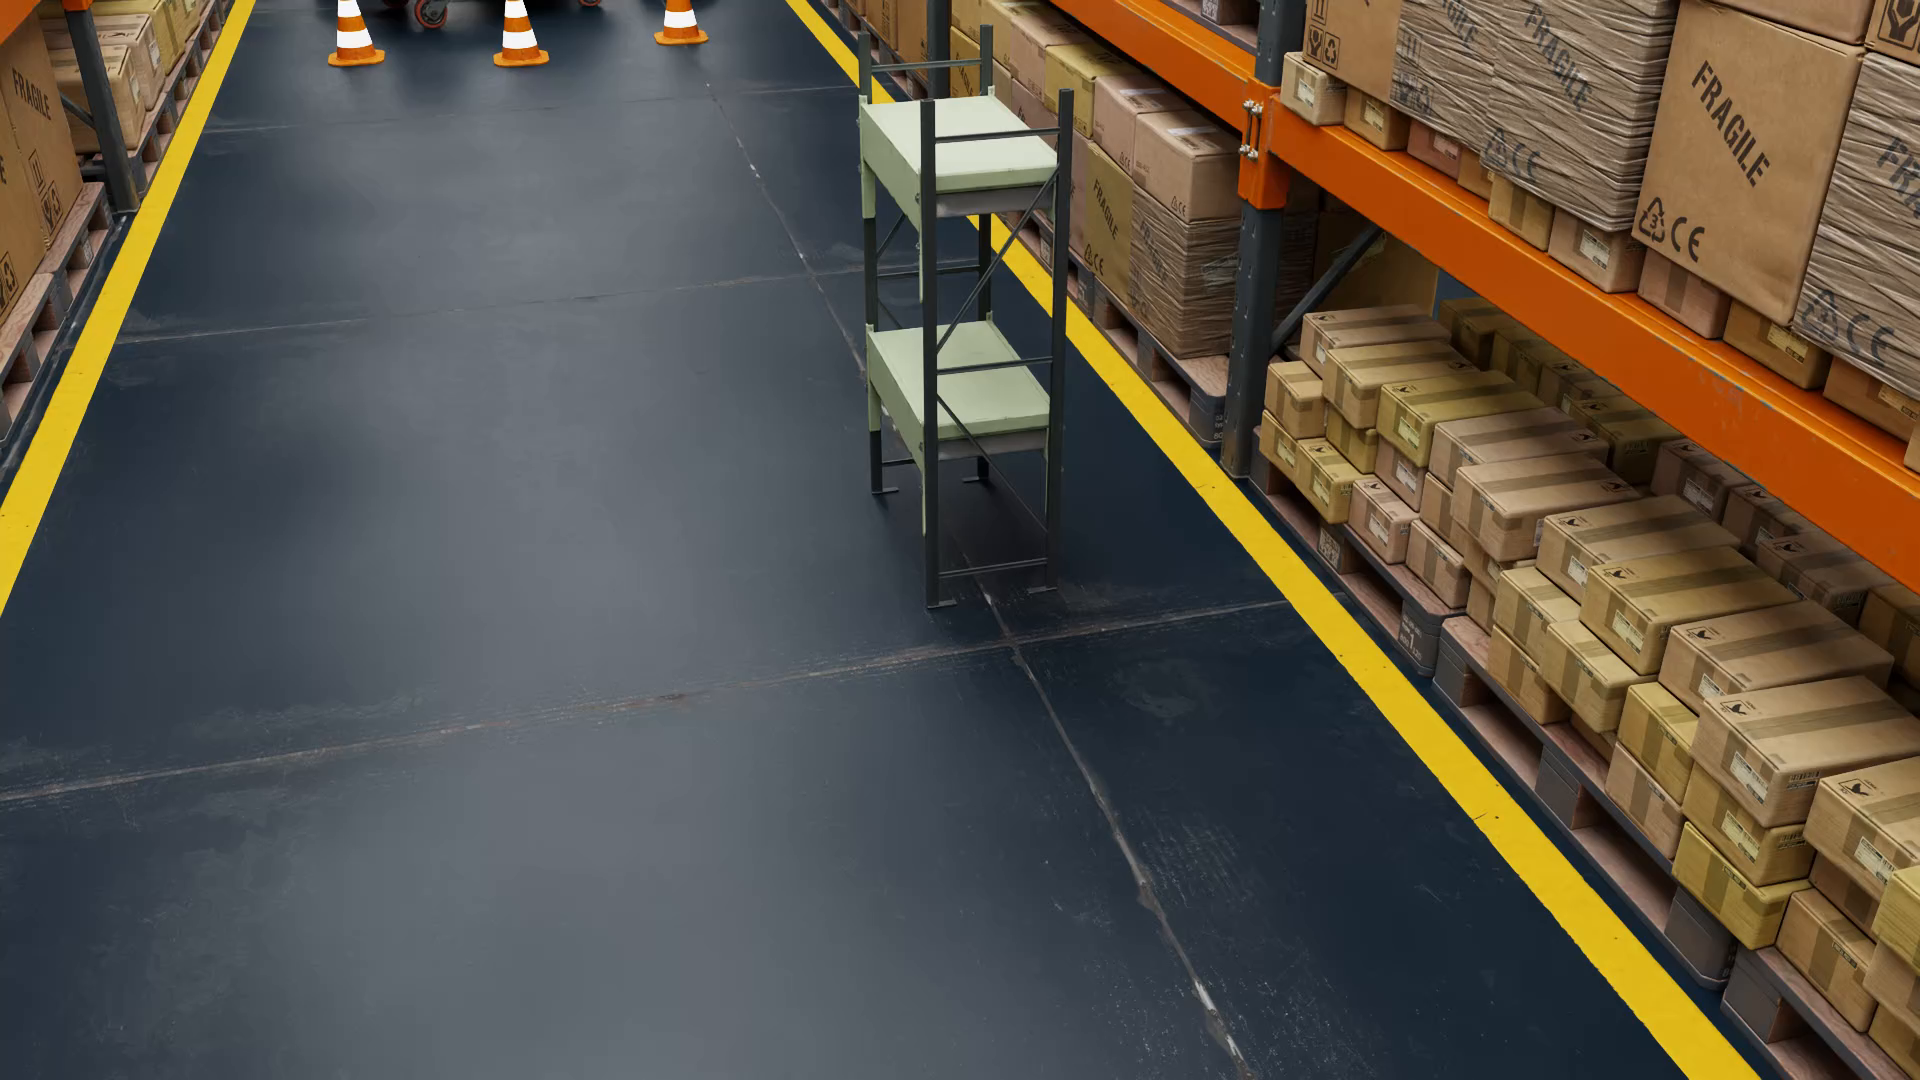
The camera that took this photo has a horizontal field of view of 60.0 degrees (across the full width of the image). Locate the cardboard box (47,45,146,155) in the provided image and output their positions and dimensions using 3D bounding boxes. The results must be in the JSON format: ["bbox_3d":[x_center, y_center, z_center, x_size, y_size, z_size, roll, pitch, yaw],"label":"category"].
[{"bbox_3d":[-4.563,-2.133,8.144,0.950,0.372,0.625,-10,32,-17],"label":"cardboard box"}]

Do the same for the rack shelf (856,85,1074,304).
[{"bbox_3d":[-0.002,-0.990,4.684,0.431,0.370,0.720,-8,31,-13],"label":"rack shelf"}]

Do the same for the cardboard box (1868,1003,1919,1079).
[{"bbox_3d":[1.953,0.919,3.095,0.380,0.149,0.250,-8,31,-14],"label":"cardboard box"}]

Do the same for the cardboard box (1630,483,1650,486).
[{"bbox_3d":[1.919,-0.165,4.671,0.380,0.149,0.250,-8,31,-13],"label":"cardboard box"}]

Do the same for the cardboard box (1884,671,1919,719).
[{"bbox_3d":[2.149,0.354,3.774,0.380,0.149,0.250,-6,31,-11],"label":"cardboard box"}]

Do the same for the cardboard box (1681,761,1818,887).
[{"bbox_3d":[1.742,0.550,3.435,0.380,0.149,0.250,-7,31,-13],"label":"cardboard box"}]

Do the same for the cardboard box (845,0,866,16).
[{"bbox_3d":[-0.235,-3.907,10.832,1.050,0.750,0.750,-8,31,-13],"label":"cardboard box"}]

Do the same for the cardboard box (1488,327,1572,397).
[{"bbox_3d":[1.836,-0.539,5.020,0.380,0.149,0.250,-7,31,-13],"label":"cardboard box"}]

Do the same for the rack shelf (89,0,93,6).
[{"bbox_3d":[-4.953,-3.468,8.966,1.077,0.370,4.000,-8,31,-13],"label":"rack shelf"}]

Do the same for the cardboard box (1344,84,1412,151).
[{"bbox_3d":[1.285,-1.185,4.554,0.380,0.149,0.250,-7,31,-12],"label":"cardboard box"}]

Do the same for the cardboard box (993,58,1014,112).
[{"bbox_3d":[0.402,-2.003,7.792,0.500,0.500,0.500,-7,31,-13],"label":"cardboard box"}]

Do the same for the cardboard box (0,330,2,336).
[{"bbox_3d":[-3.850,-0.868,5.457,0.875,0.875,0.875,-7,31,-12],"label":"cardboard box"}]

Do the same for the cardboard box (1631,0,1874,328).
[{"bbox_3d":[1.681,-0.747,3.150,0.500,0.500,0.500,-6,31,-11],"label":"cardboard box"}]

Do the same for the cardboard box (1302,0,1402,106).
[{"bbox_3d":[1.273,-1.488,4.430,0.500,0.500,0.500,-8,31,-14],"label":"cardboard box"}]

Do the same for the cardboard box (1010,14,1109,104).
[{"bbox_3d":[0.526,-2.094,7.202,0.500,0.250,0.500,-8,31,-13],"label":"cardboard box"}]

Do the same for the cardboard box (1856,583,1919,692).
[{"bbox_3d":[2.267,0.206,3.732,0.380,0.149,0.250,-7,31,-13],"label":"cardboard box"}]

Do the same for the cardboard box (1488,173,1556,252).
[{"bbox_3d":[1.476,-0.801,3.890,0.380,0.149,0.250,-7,31,-12],"label":"cardboard box"}]

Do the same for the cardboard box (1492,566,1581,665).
[{"bbox_3d":[1.551,0.172,4.088,0.380,0.149,0.250,-8,31,-14],"label":"cardboard box"}]

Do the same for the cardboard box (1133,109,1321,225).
[{"bbox_3d":[0.943,-1.339,5.897,0.500,0.250,0.500,-9,31,-15],"label":"cardboard box"}]

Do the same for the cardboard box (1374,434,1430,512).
[{"bbox_3d":[1.426,-0.225,4.774,0.380,0.149,0.250,-8,31,-14],"label":"cardboard box"}]

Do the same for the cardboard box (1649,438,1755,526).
[{"bbox_3d":[2.064,-0.165,4.374,0.380,0.149,0.250,-9,31,-16],"label":"cardboard box"}]

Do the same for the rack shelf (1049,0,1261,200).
[{"bbox_3d":[0.854,-2.244,6.850,1.077,0.370,4.000,-8,31,-13],"label":"rack shelf"}]

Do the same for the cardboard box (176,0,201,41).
[{"bbox_3d":[-5.149,-3.190,9.972,0.950,0.372,0.625,-6,31,-10],"label":"cardboard box"}]

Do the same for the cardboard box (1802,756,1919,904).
[{"bbox_3d":[1.851,0.545,3.147,0.380,0.149,0.250,-9,31,-15],"label":"cardboard box"}]

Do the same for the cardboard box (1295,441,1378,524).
[{"bbox_3d":[1.242,-0.190,5.010,0.380,0.149,0.250,-7,31,-12],"label":"cardboard box"}]

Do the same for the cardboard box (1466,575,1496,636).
[{"bbox_3d":[1.579,0.165,4.398,0.380,0.149,0.250,-9,31,-15],"label":"cardboard box"}]

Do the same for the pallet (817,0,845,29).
[{"bbox_3d":[-0.461,-3.883,11.748,1.003,0.211,1.213,-8,31,-13],"label":"pallet"}]

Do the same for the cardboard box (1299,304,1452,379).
[{"bbox_3d":[1.276,-0.600,5.126,0.380,0.149,0.250,-7,31,-11],"label":"cardboard box"}]

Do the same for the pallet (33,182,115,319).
[{"bbox_3d":[-4.286,-1.216,7.140,1.003,0.211,1.213,-8,31,-13],"label":"pallet"}]

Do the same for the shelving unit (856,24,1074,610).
[{"bbox_3d":[-0.002,-0.652,4.880,0.431,1.500,0.755,-8,31,-13],"label":"shelving unit"}]

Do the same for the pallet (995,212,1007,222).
[{"bbox_3d":[0.529,-1.936,8.385,1.003,0.211,1.213,-8,31,-13],"label":"pallet"}]

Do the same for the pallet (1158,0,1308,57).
[{"bbox_3d":[1.322,-1.894,5.720,1.003,0.211,1.213,-8,31,-13],"label":"pallet"}]

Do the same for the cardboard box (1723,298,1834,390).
[{"bbox_3d":[1.744,-0.428,3.246,0.380,0.149,0.250,-7,31,-12],"label":"cardboard box"}]

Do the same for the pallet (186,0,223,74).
[{"bbox_3d":[-5.276,-3.163,10.504,1.003,0.211,1.213,-8,31,-13],"label":"pallet"}]

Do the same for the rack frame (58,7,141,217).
[{"bbox_3d":[-4.423,-2.814,7.117,1.000,3.000,0.127,-8,31,-13],"label":"rack frame"}]

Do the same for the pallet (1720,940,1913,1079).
[{"bbox_3d":[2.245,1.116,3.111,1.003,0.211,1.213,-8,31,-13],"label":"pallet"}]

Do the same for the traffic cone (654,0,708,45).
[{"bbox_3d":[-1.839,-3.506,10.846,0.336,0.463,0.334,-8,31,-13],"label":"traffic cone"}]

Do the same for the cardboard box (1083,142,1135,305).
[{"bbox_3d":[0.810,-1.261,6.510,0.500,0.500,0.500,-9,31,-14],"label":"cardboard box"}]

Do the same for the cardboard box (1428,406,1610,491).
[{"bbox_3d":[1.498,-0.221,4.470,0.380,0.149,0.250,-9,31,-15],"label":"cardboard box"}]

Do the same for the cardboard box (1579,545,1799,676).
[{"bbox_3d":[1.667,0.158,3.816,0.380,0.149,0.250,-8,31,-13],"label":"cardboard box"}]

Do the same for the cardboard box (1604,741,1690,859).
[{"bbox_3d":[1.693,0.552,3.729,0.380,0.149,0.250,-7,31,-12],"label":"cardboard box"}]
